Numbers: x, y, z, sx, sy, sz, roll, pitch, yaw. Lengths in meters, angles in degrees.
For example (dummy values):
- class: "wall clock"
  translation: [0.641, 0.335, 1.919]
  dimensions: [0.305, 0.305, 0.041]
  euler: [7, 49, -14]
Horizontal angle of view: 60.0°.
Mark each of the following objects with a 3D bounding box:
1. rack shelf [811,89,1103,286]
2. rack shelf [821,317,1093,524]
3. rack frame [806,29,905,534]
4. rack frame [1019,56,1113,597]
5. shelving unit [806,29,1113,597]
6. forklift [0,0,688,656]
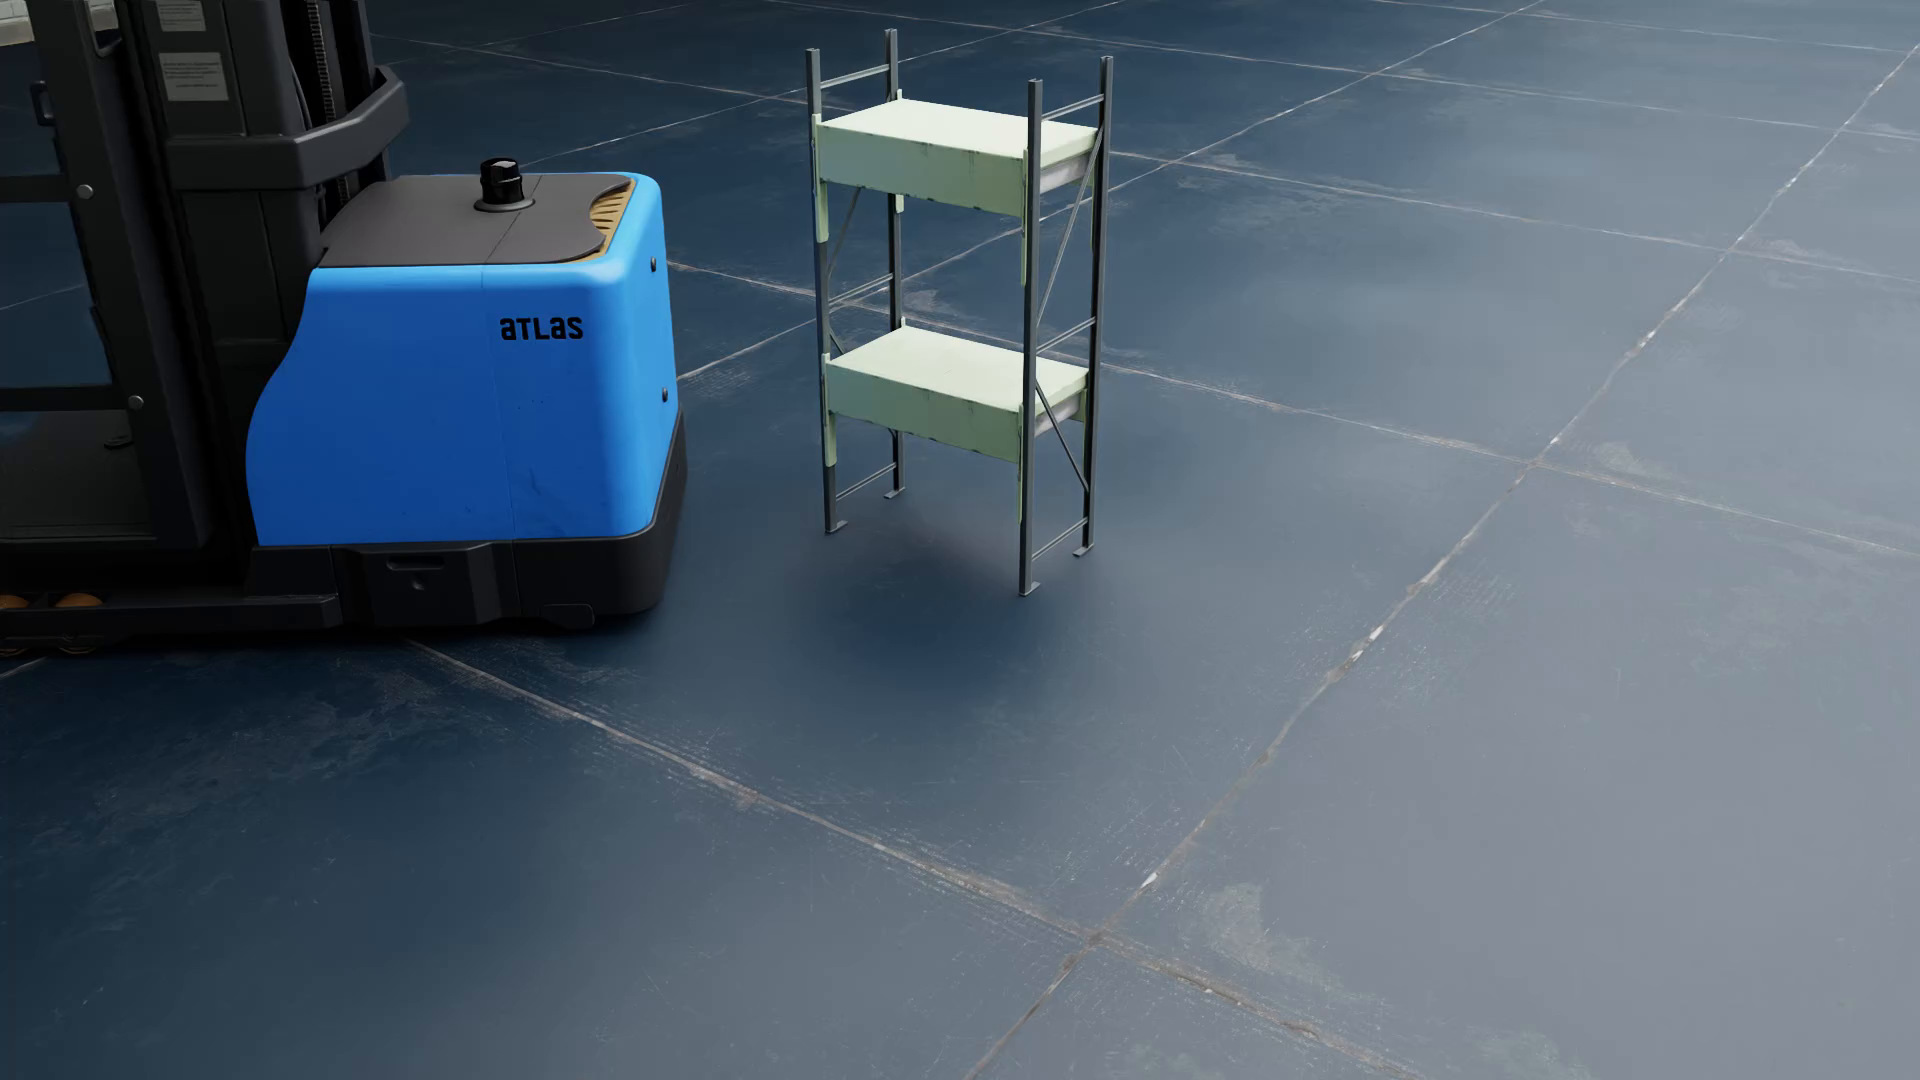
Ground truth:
- class: "rack shelf"
  translation: [-0.006, -1.018, 4.736]
  dimensions: [0.720, 0.370, 0.431]
  euler: [17, 32, 30]
- class: "rack shelf"
  translation: [-0.006, -0.380, 5.061]
  dimensions: [0.720, 0.370, 0.431]
  euler: [17, 32, 30]
- class: "rack frame"
  translation: [-0.307, -0.764, 5.098]
  dimensions: [0.023, 1.500, 0.400]
  euler: [17, 32, 30]
- class: "rack frame"
  translation: [0.296, -0.576, 4.729]
  dimensions: [0.023, 1.500, 0.400]
  euler: [17, 32, 30]
- class: "shelving unit"
  translation: [-0.006, -0.670, 4.913]
  dimensions: [0.755, 1.500, 0.431]
  euler: [17, 32, 30]
- class: "forklift"
  translation: [-2.391, -1.231, 4.437]
  dimensions: [3.031, 2.935, 1.130]
  euler: [-2, 27, -3]
